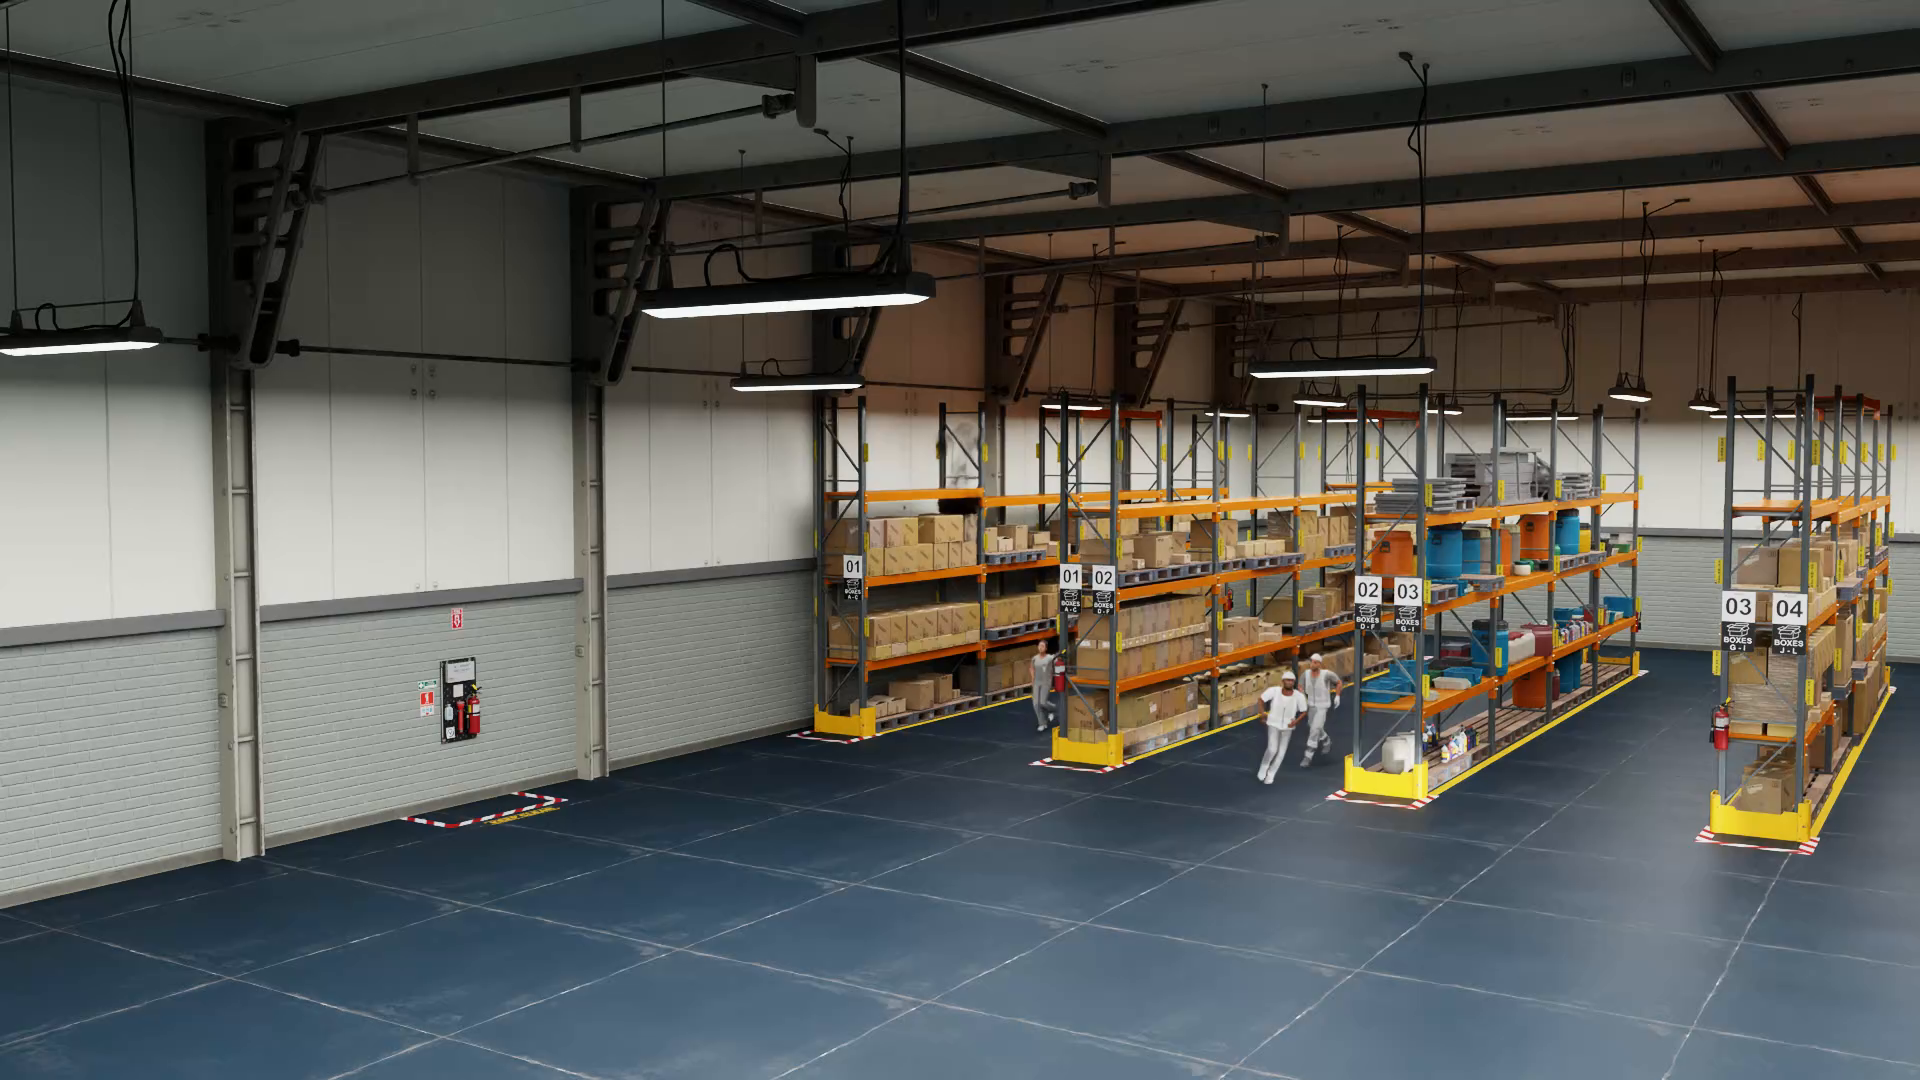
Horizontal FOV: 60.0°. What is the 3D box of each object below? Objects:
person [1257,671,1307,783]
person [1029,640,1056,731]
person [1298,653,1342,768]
[{"bbox_3d":[4.872,2.832,25.081,0.720,1.704,0.571,0,3,1],"label":"person"},{"bbox_3d":[1.503,2.618,30.079,0.549,1.630,0.572,1,3,25],"label":"person"},{"bbox_3d":[5.753,2.701,26.732,0.687,1.787,1.054,2,4,36],"label":"person"}]
